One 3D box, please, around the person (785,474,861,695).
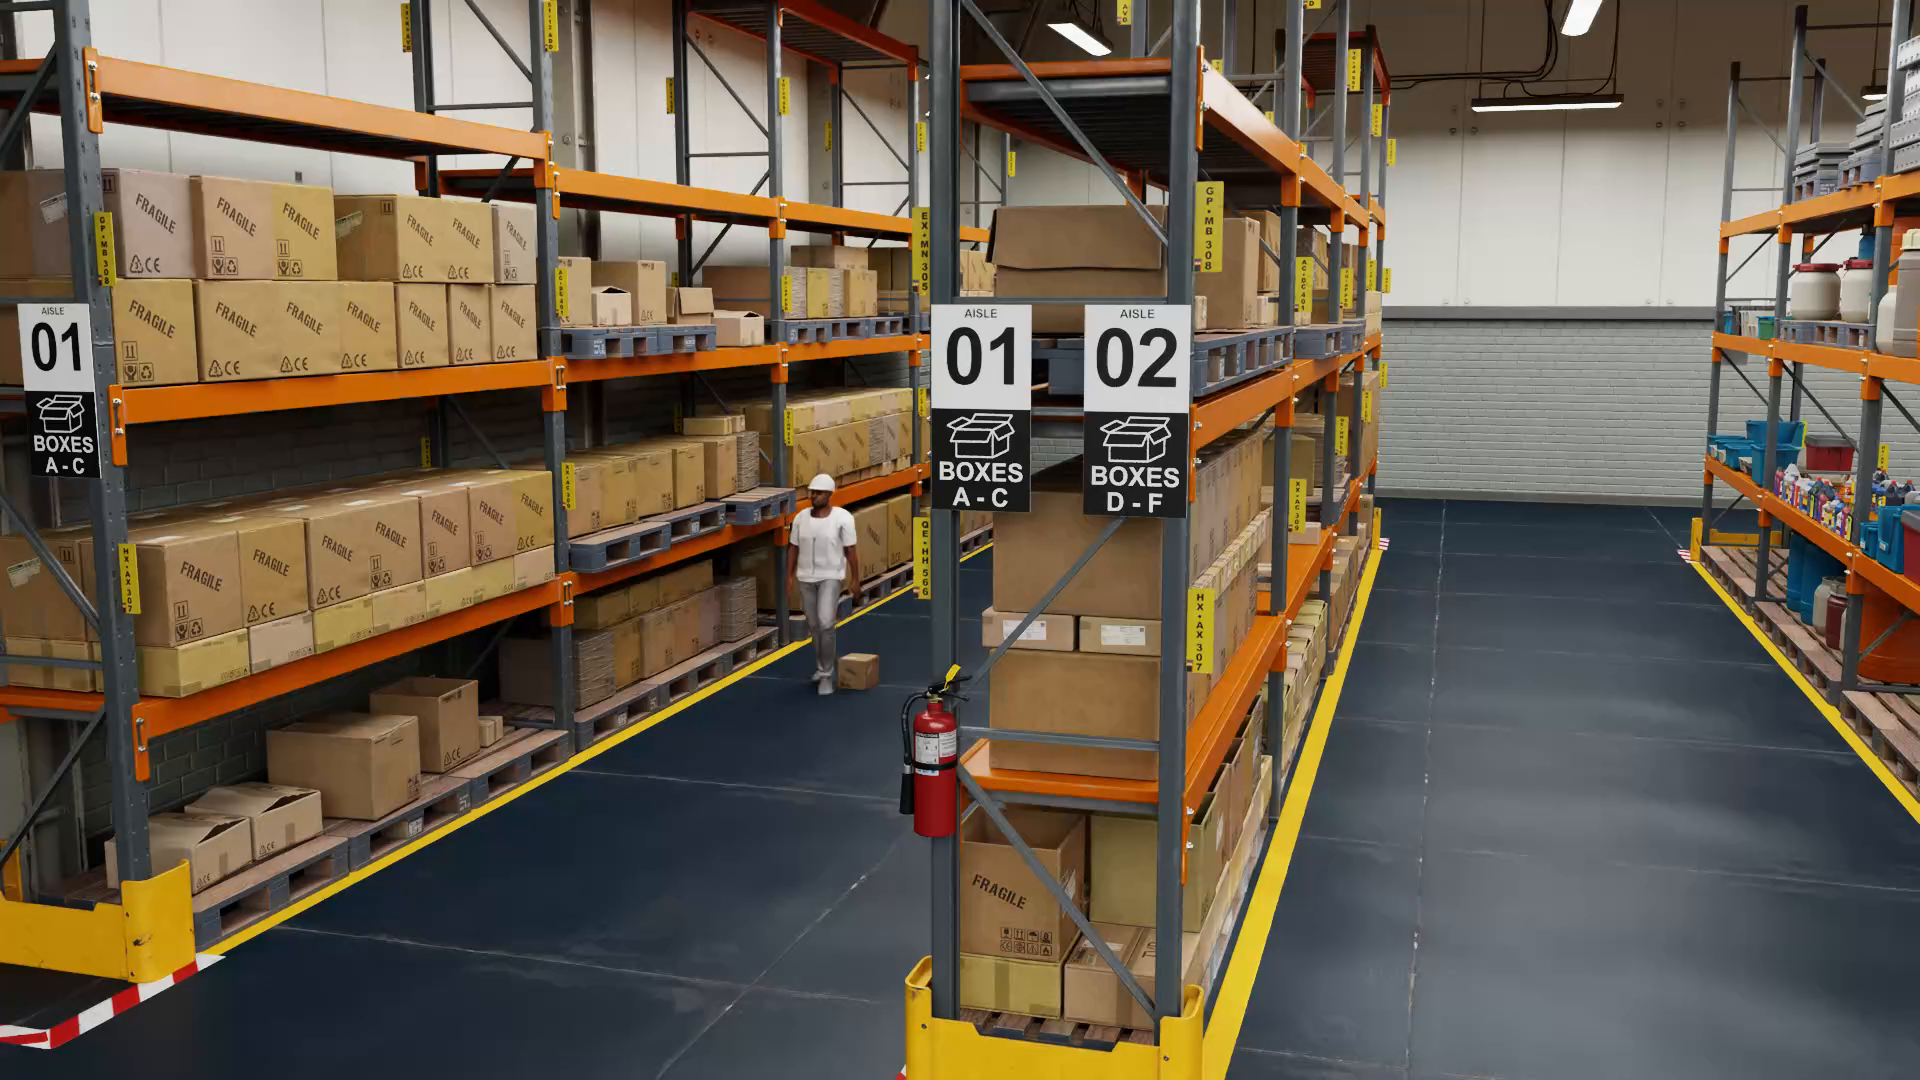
[{"bbox_3d":[-1.160,0.370,13.804,0.612,1.835,0.572,3,9,22],"label":"person"}]
